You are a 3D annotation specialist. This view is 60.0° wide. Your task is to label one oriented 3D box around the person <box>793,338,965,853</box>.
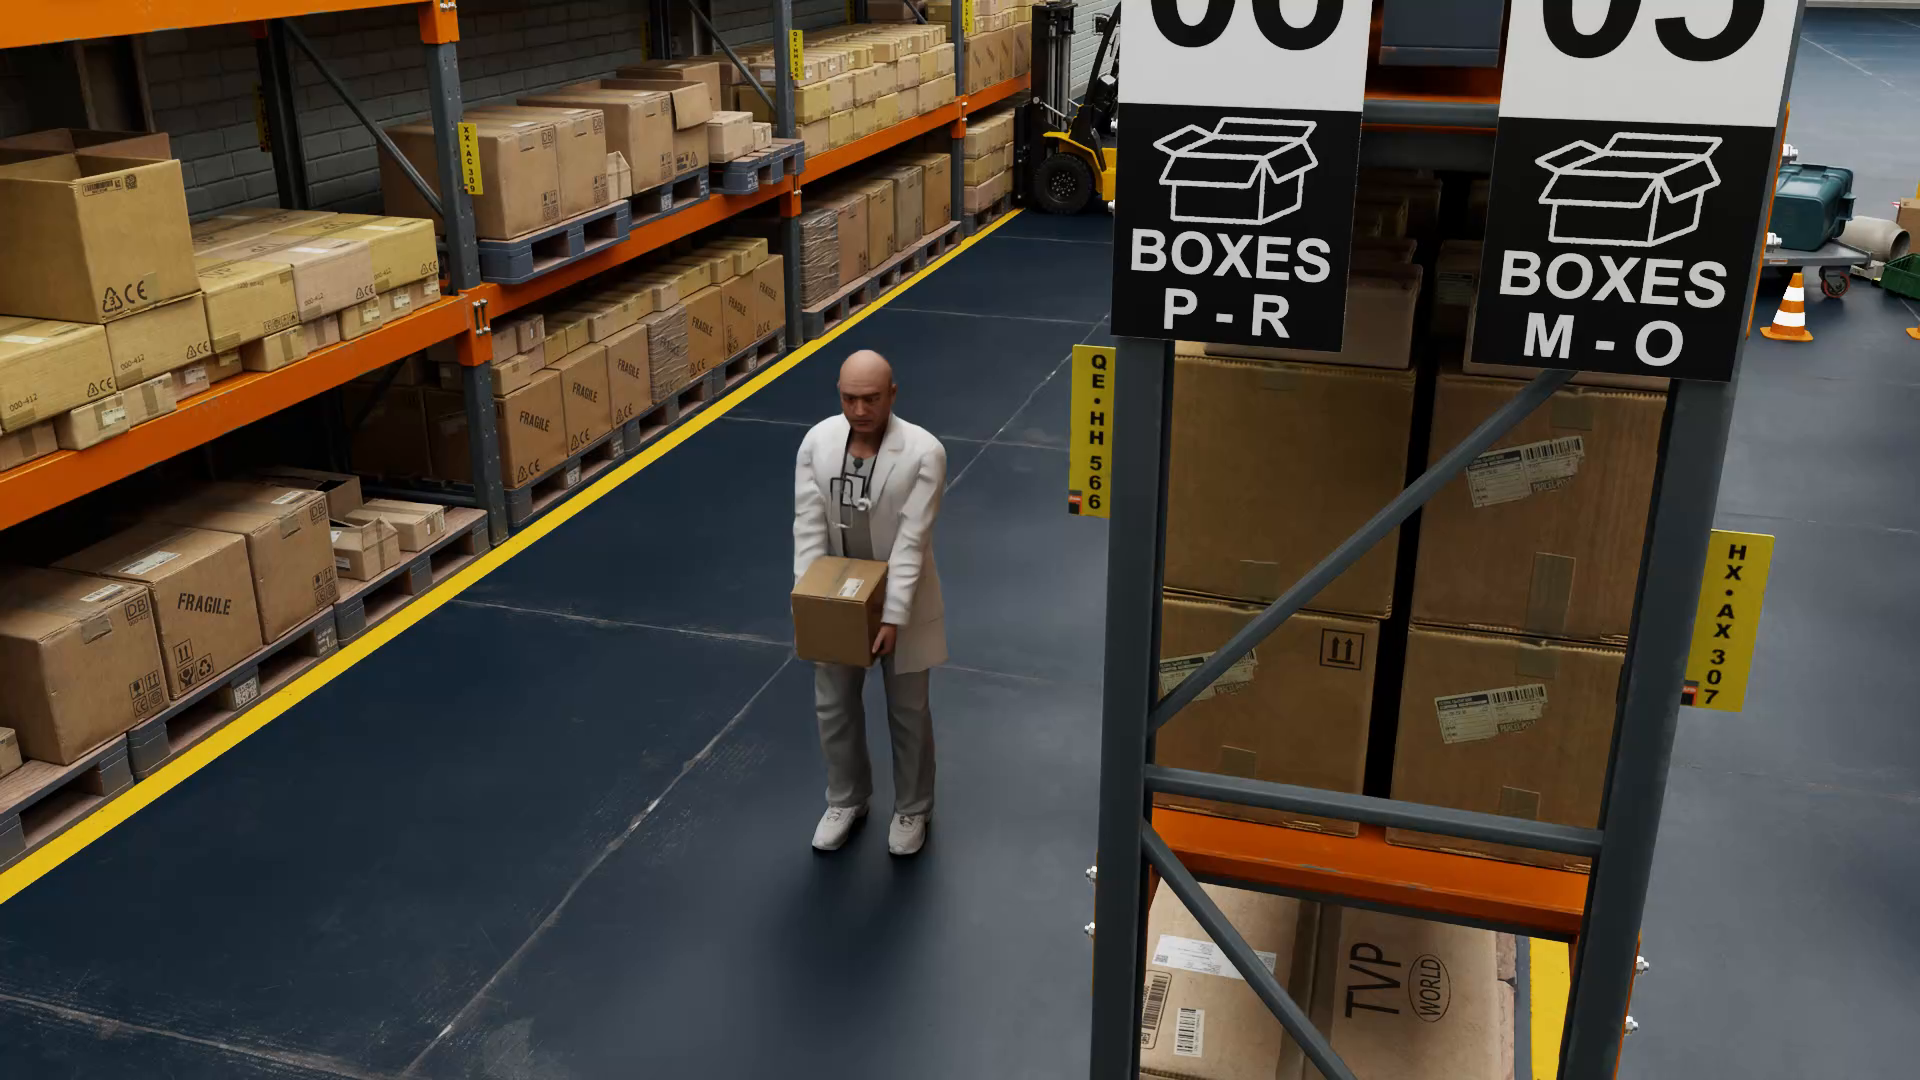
[{"bbox_3d":[-0.280,0.189,5.624,0.583,1.780,0.423,6,22,14],"label":"person"}]
